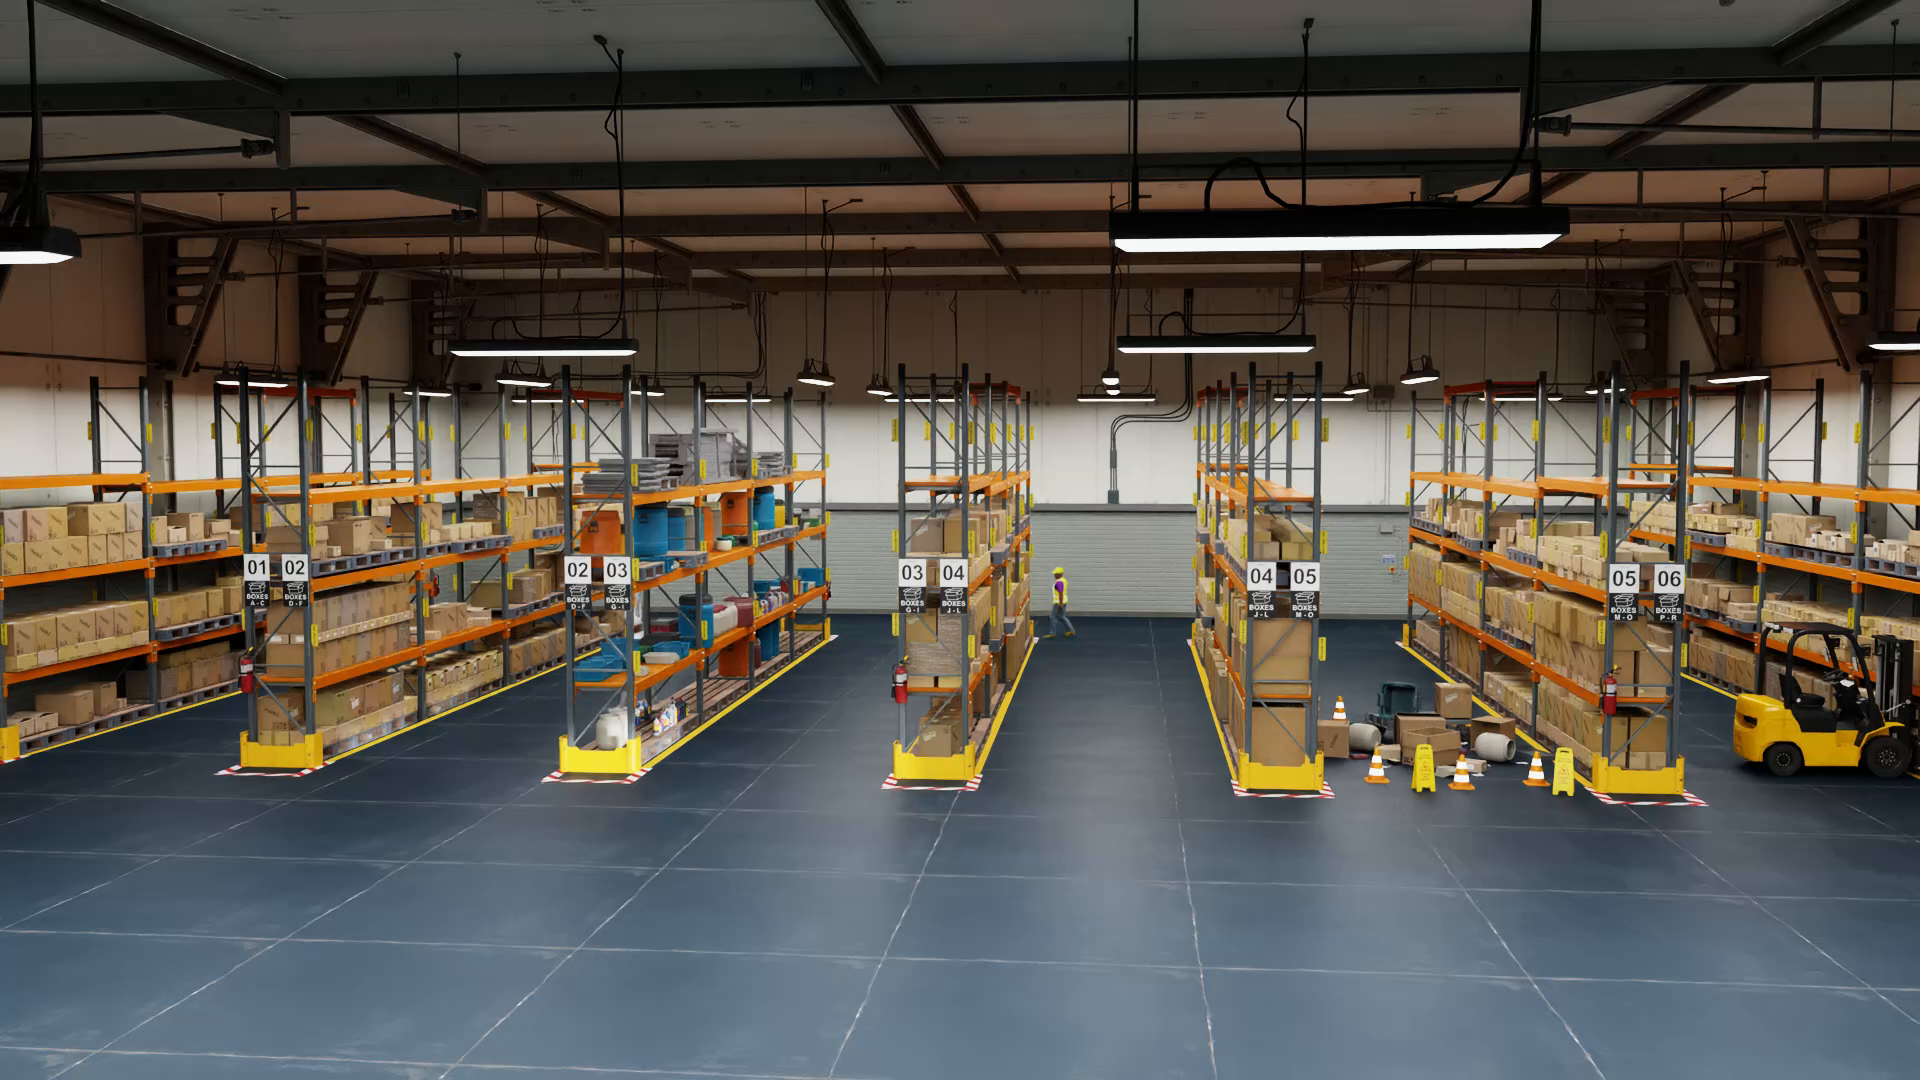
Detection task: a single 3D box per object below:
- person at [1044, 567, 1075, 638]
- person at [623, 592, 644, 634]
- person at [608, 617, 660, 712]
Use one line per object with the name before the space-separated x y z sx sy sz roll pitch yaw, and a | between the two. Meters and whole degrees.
person | 2.435 1.531 40.685 0.779 1.750 0.650 1 4 17
person | -7.267 1.762 36.756 0.479 1.776 0.566 -3 5 -42
person | -5.754 2.234 29.649 0.910 1.751 0.584 2 4 24
